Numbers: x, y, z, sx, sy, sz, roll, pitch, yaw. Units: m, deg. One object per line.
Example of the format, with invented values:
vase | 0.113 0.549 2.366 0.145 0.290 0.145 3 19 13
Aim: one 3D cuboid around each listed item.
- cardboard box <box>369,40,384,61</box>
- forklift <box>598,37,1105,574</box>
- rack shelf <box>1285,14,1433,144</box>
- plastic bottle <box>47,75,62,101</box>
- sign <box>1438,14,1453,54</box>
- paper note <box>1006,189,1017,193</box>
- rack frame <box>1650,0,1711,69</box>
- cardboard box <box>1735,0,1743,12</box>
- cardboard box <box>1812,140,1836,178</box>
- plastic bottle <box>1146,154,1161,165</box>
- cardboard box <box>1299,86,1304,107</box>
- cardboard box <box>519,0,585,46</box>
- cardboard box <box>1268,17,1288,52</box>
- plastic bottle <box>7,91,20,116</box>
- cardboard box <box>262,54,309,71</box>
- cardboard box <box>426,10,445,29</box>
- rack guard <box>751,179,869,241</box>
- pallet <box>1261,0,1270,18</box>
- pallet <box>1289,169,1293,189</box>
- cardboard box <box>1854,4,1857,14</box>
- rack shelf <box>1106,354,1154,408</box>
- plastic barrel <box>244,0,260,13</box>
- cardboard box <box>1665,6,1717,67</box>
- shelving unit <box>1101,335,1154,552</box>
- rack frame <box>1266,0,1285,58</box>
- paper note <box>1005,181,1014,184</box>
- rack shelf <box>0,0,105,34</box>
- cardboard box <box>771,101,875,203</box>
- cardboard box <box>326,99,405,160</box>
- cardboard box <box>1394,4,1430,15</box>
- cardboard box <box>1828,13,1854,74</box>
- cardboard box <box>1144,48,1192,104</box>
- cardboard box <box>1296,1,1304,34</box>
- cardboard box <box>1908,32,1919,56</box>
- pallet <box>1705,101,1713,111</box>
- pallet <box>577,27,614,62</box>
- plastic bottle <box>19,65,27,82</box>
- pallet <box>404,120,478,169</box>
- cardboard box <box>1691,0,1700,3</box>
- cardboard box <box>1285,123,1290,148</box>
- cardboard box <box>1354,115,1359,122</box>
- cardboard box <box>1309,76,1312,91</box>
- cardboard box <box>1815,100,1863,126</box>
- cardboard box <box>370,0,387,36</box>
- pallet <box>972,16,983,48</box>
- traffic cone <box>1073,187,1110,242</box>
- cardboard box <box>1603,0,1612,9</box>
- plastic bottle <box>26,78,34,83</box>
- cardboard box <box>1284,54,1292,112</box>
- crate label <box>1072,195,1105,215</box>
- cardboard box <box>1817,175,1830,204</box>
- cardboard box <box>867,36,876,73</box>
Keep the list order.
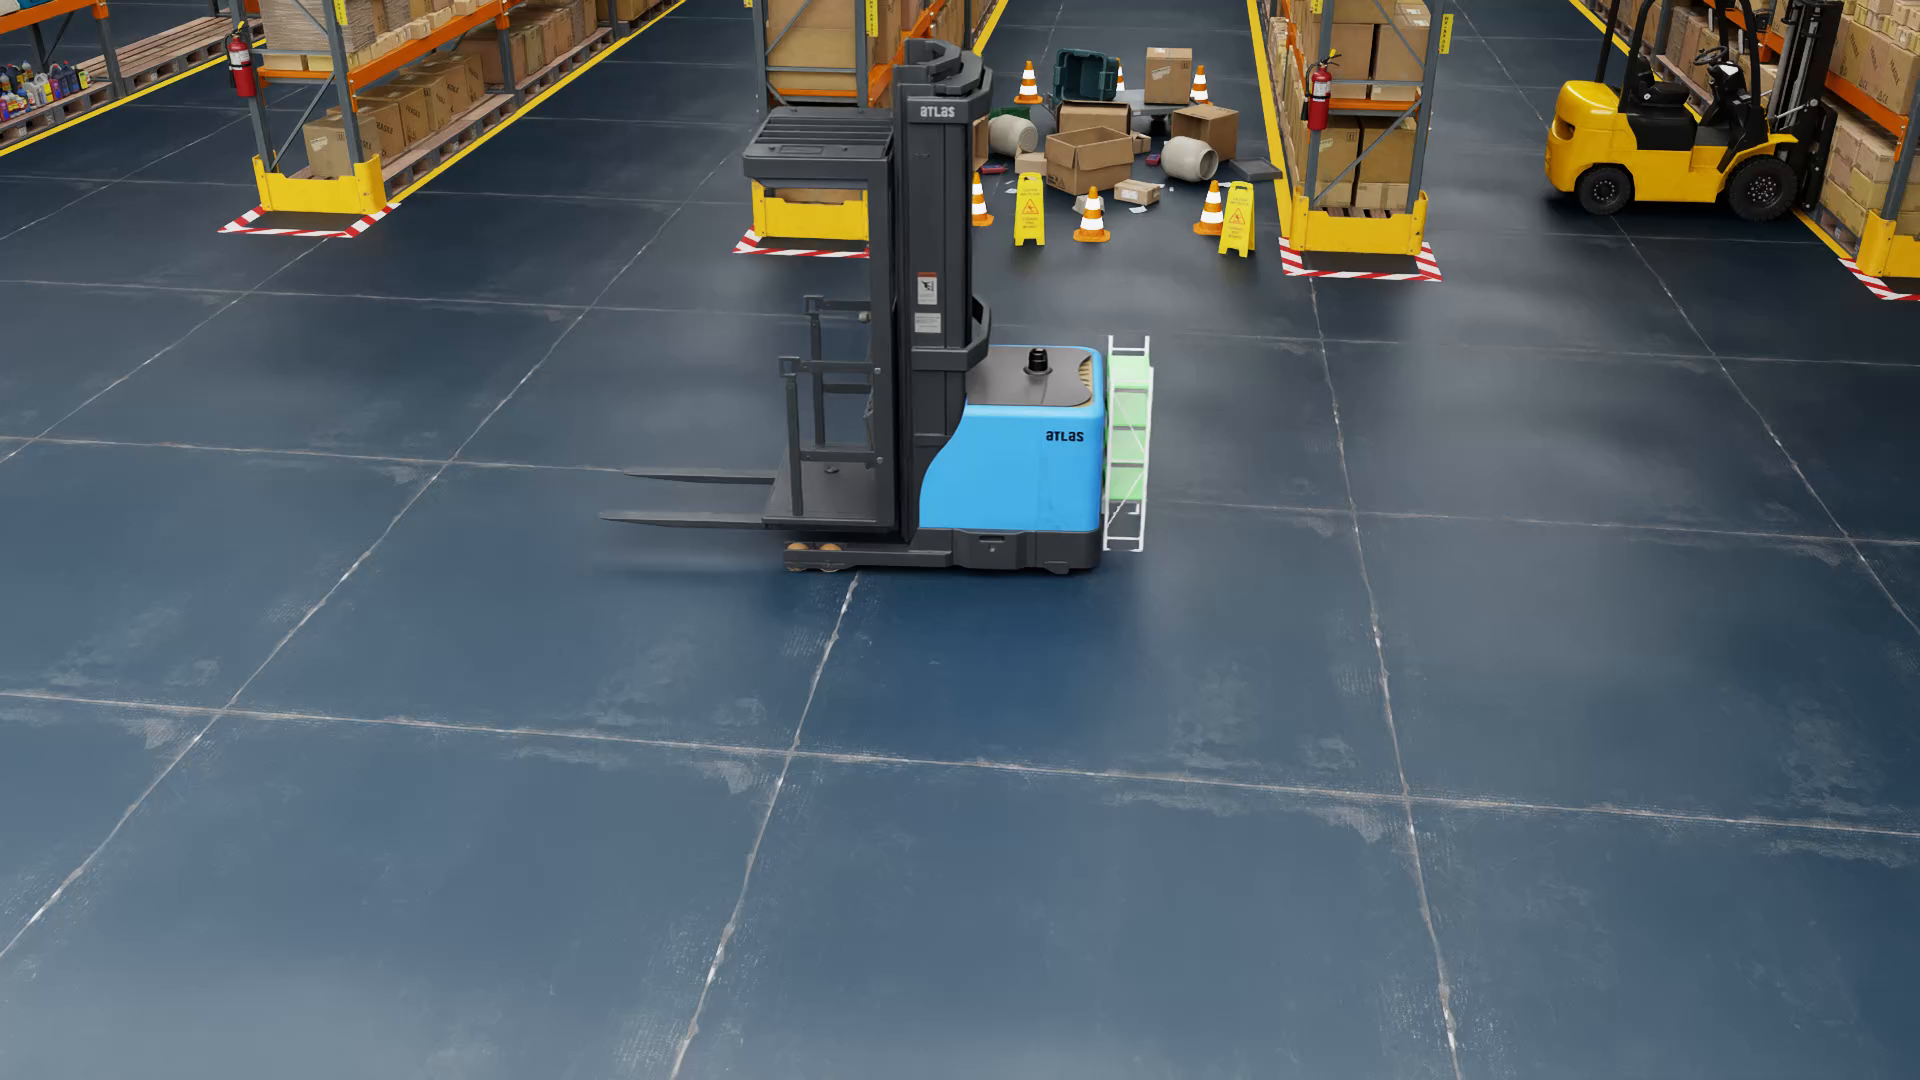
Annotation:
cardboard box | -5.868 -4.790 16.243 0.380 0.149 0.250 3 28 6
forklift | -0.657 -1.346 9.658 3.031 2.935 1.130 2 28 3
rack shelf | 3.845 -4.595 16.376 1.077 0.370 4.000 3 28 6
plastic bottle | -10.456 -5.226 19.187 0.061 0.283 0.133 5 29 10
sign | 4.139 -4.320 14.194 0.100 0.325 0.005 3 28 6
paper note | 0.547 -3.523 16.758 0.144 0.017 0.142 14 31 24
rack frame | 9.507 -7.450 20.915 1.000 3.000 0.127 3 28 6
cardboard box | 8.875 -5.990 18.364 0.500 0.250 0.500 3 28 6
cardboard box | 8.391 -3.605 15.709 0.500 0.250 0.500 3 28 5
plastic bottle | 2.071 -4.061 17.724 0.133 0.061 0.283 8 29 15
cardboard box | 3.452 -4.248 15.954 0.380 0.149 0.250 4 29 7
cardboard box | -5.372 -6.827 21.931 0.700 0.500 0.500 1 28 2
cardboard box | 4.501 -6.499 21.479 0.950 0.372 0.625 1 28 3
plastic bottle | -10.565 -4.871 18.541 0.097 0.271 0.097 0 28 0
cardboard box | -6.405 -4.582 15.857 0.380 0.149 0.250 3 28 6
cardboard box | -5.678 -5.495 17.553 0.380 0.149 0.250 3 28 6
rack guard | -1.328 -3.099 15.475 1.175 0.500 0.348 3 28 6
pallet | 5.051 -8.024 24.922 1.003 0.211 1.213 3 28 6
pallet | 3.896 -3.732 16.954 1.003 0.211 1.213 3 28 6
cardboard box | 8.544 -4.911 15.413 0.380 0.149 0.250 3 28 6
rack shelf | 1.004 -0.947 9.865 0.258 0.148 0.480 1 28 3
plastic barrel | -10.127 -8.061 23.895 0.600 0.830 0.708 3 28 6
cardboard box | 9.417 -6.296 20.835 0.875 0.625 0.625 4 29 8
shelving unit | 1.004 -0.580 10.062 0.258 1.200 0.503 1 28 3
rack frame | 4.581 -7.736 21.448 1.000 3.000 0.127 3 28 6
paper note | 0.509 -3.667 17.046 0.032 0.001 0.123 20 34 32
rack shelf | -10.906 -5.459 17.979 1.077 0.370 4.000 3 28 6
cardboard box | -1.307 -3.783 15.907 0.875 0.875 0.875 4 29 6
cardboard box | -6.103 -4.207 17.090 0.500 0.500 0.500 11 30 19
cardboard box | 3.994 -4.596 15.200 0.500 0.500 0.500 4 29 8
cardboard box | 8.513 -4.697 15.701 0.500 0.500 0.500 4 29 7
cardboard box | 2.320 -5.176 18.532 0.500 0.500 0.500 3 28 6
cardboard box | 3.647 -5.364 16.626 0.500 0.500 0.500 3 28 6
cardboard box | 8.291 -4.193 14.081 0.380 0.149 0.250 4 29 7
pallet | 9.069 -4.688 18.730 1.003 0.211 1.213 3 28 6
pallet | -5.352 -6.717 22.495 1.003 0.211 1.213 3 28 6
plastic bottle | -11.041 -5.431 19.568 0.061 0.283 0.133 3 28 6
pallet | -5.939 -4.308 18.023 1.003 0.211 1.213 3 28 6
cardboard box | 9.917 -6.946 22.173 0.500 0.500 0.500 3 29 6
cardboard box | 3.696 -4.314 17.551 0.500 0.250 0.500 5 29 9
cardboard box | 4.036 -3.896 15.985 0.500 0.500 0.500 2 28 4
cardboard box | 3.355 -4.174 15.100 0.380 0.149 0.250 3 28 6
cardboard box | 8.452 -4.050 16.008 0.500 0.250 0.500 3 28 5
cardboard box | -6.198 -5.221 16.360 0.875 0.500 0.500 3 28 6
pallet | -0.247 -7.117 23.237 1.003 0.211 1.213 3 28 6
traffic cone | 1.229 -3.036 15.397 0.336 0.463 0.334 3 28 6
cardboard box | 9.659 -7.951 24.039 0.500 0.500 0.500 3 28 6
plastic bottle | -10.621 -5.147 19.041 0.061 0.283 0.133 3 28 6
cardboard box | 3.750 -4.896 17.841 0.500 0.500 0.500 5 29 9
crate label | 1.264 -3.266 16.168 0.250 0.136 0.298 -11 30 -20
cardboard box | 8.412 -3.366 15.792 0.500 0.250 0.500 4 29 7
cardboard box | -1.279 -4.714 15.680 0.875 0.550 0.550 3 28 6
